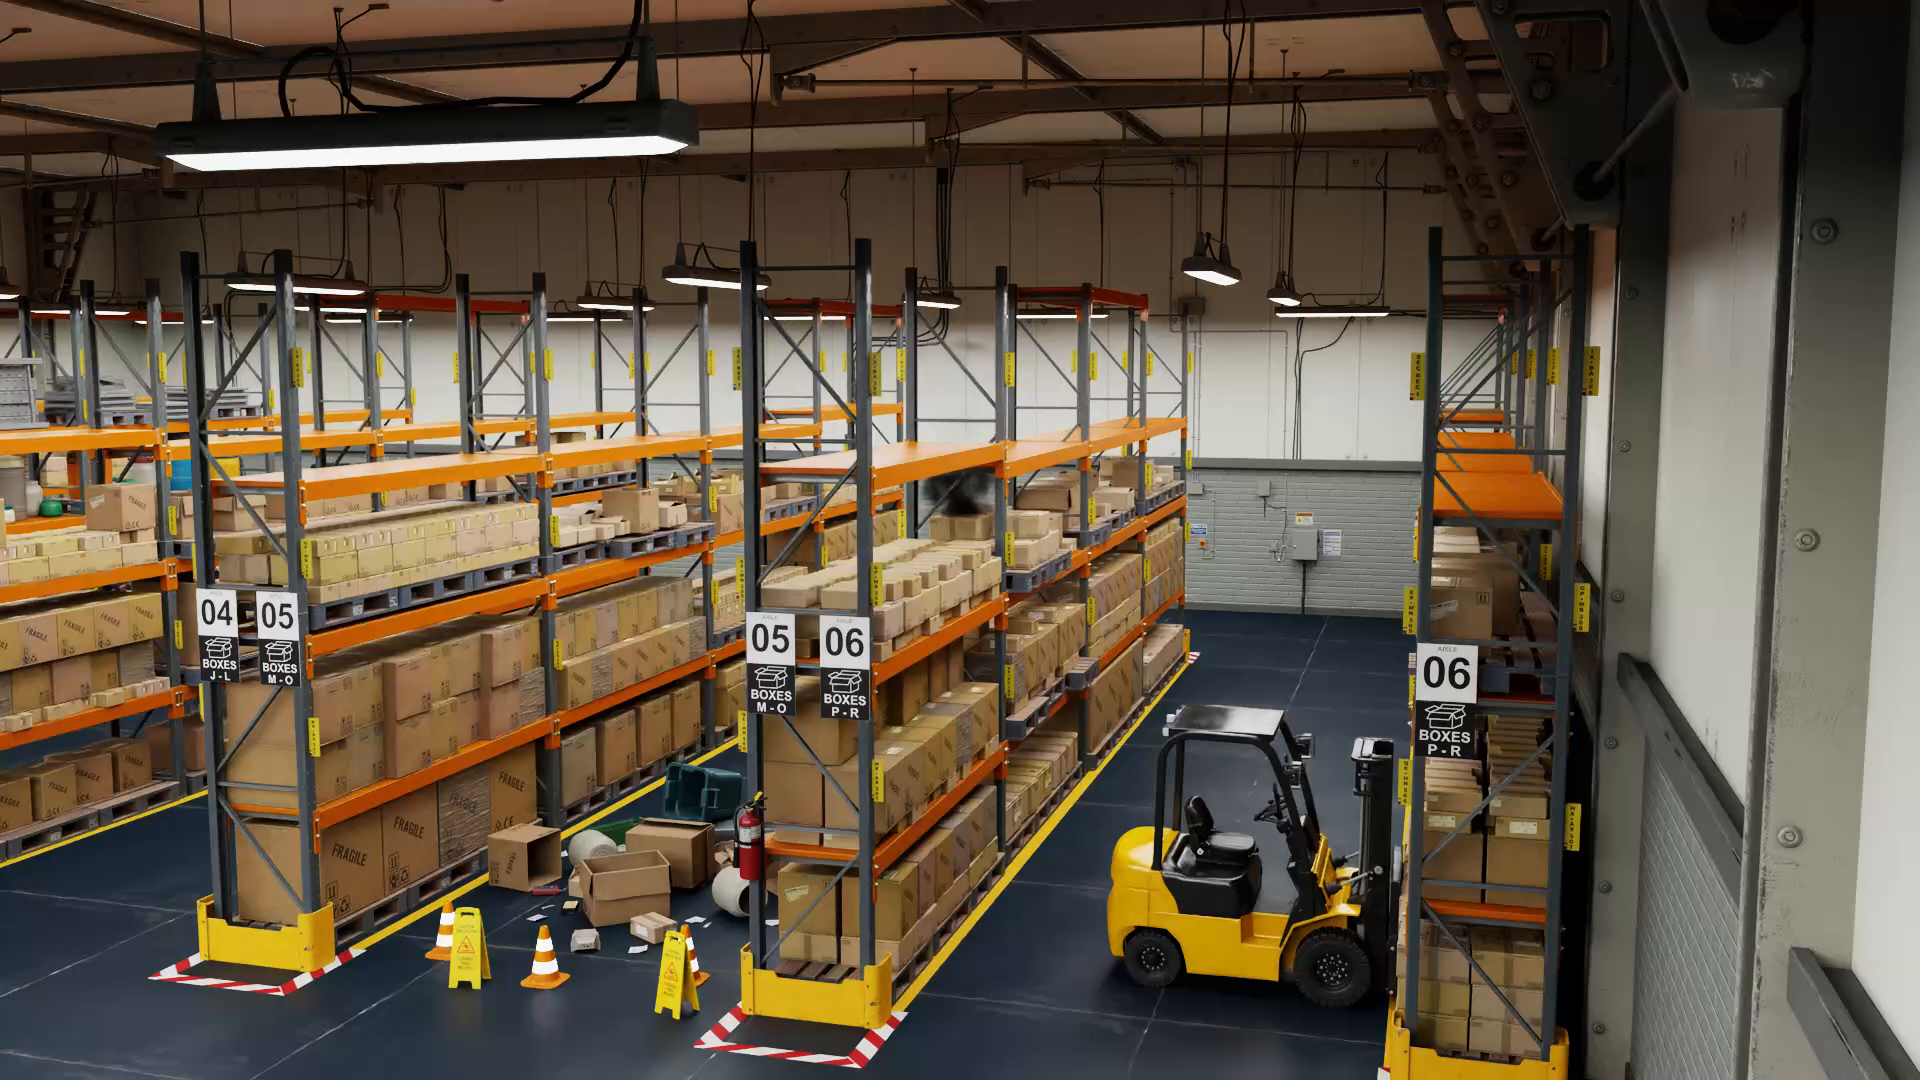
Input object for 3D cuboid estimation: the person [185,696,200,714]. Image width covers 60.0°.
[{"bbox_3d":[-10.749,1.744,23.252,0.609,1.651,0.560,1,7,12],"label":"person"}]
